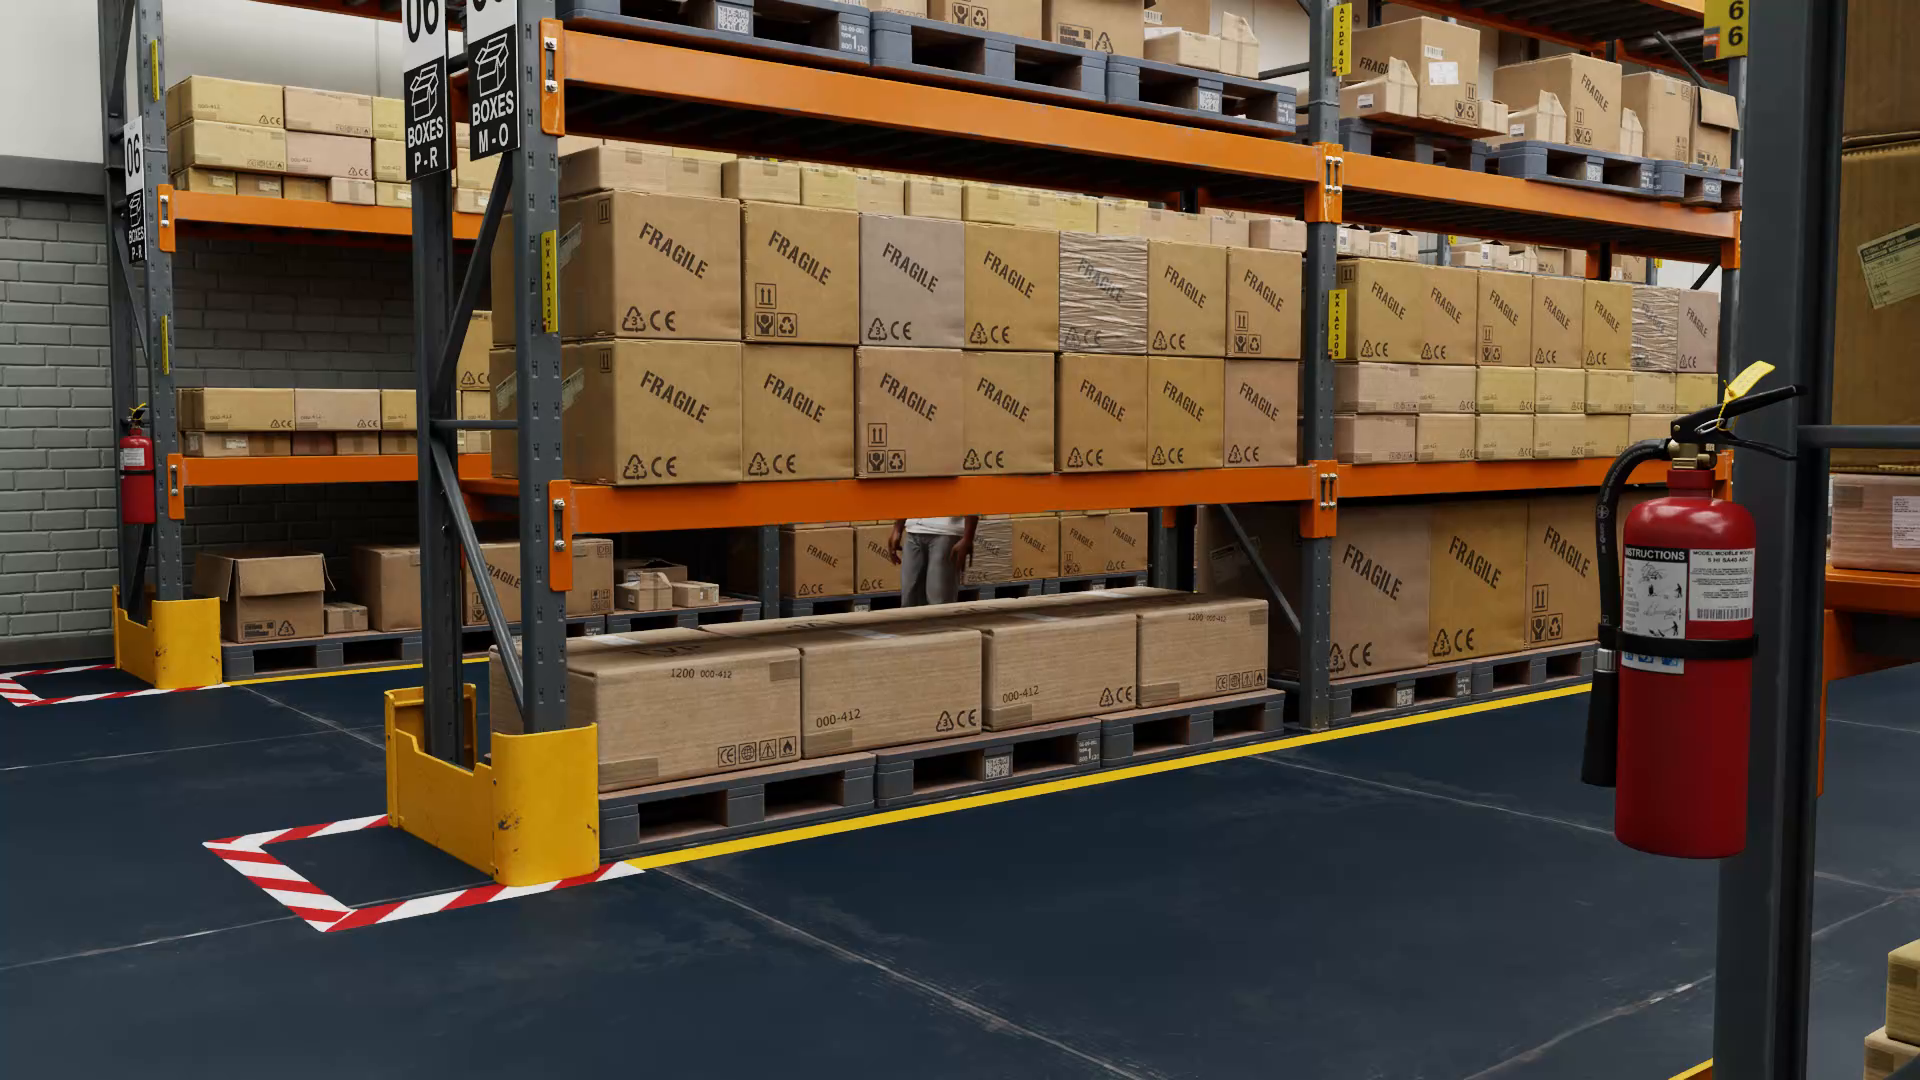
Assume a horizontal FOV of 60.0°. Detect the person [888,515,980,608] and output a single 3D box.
[{"bbox_3d":[-0.154,-0.016,9.099,0.461,1.759,0.634,-4,6,-42],"label":"person"}]
